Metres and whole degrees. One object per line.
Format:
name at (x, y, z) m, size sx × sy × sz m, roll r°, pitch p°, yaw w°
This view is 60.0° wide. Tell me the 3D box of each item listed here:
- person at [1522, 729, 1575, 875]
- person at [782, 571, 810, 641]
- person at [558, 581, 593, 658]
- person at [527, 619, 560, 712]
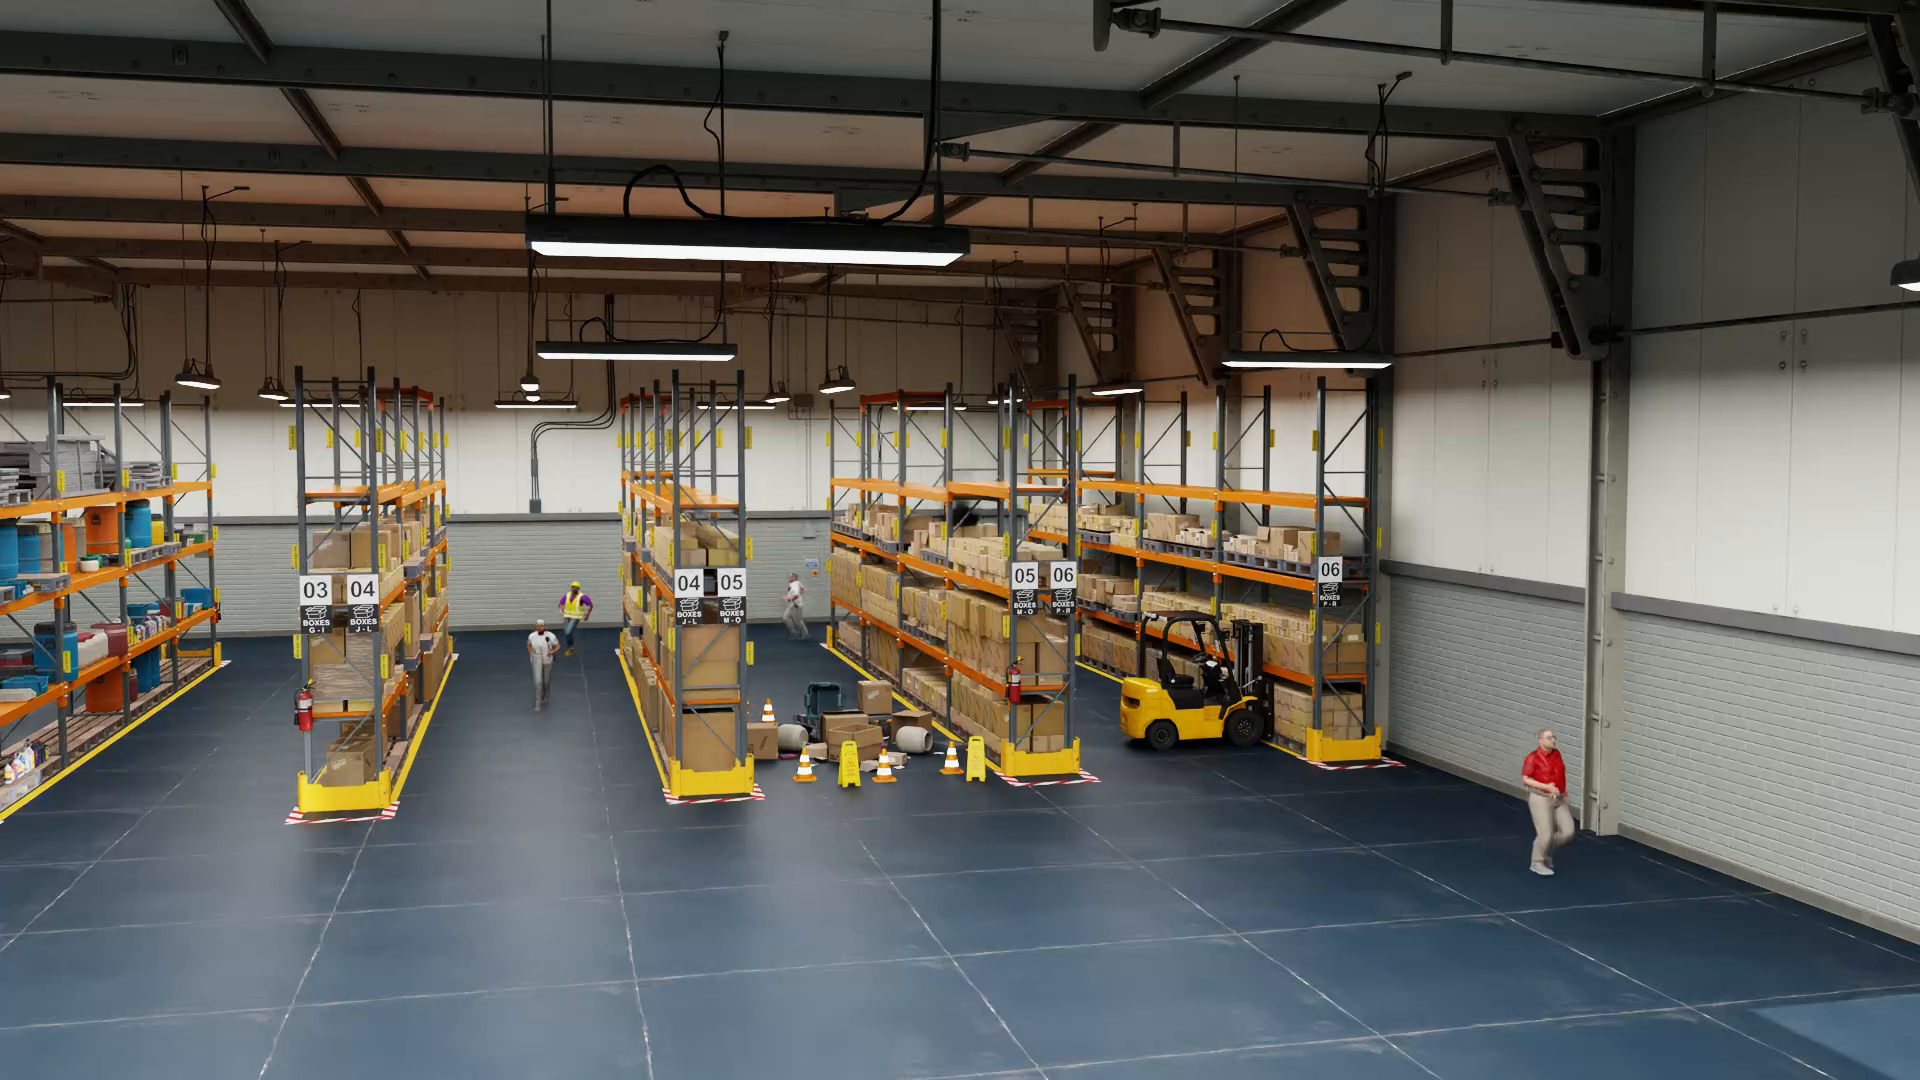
person at (6.788, 3.013, 19.072) m, size 0.651 × 1.680 × 0.599 m, roll -1°, pitch 4°, yaw -22°
person at (-4.074, 1.665, 41.421) m, size 0.707 × 1.805 × 0.684 m, roll -1°, pitch 4°, yaw -15°
person at (-8.974, 1.836, 38.559) m, size 0.758 × 1.765 × 0.642 m, roll 1°, pitch 4°, yaw 16°
person at (-7.783, 2.320, 31.082) m, size 0.601 × 1.705 × 0.796 m, roll -1°, pitch 4°, yaw -15°
